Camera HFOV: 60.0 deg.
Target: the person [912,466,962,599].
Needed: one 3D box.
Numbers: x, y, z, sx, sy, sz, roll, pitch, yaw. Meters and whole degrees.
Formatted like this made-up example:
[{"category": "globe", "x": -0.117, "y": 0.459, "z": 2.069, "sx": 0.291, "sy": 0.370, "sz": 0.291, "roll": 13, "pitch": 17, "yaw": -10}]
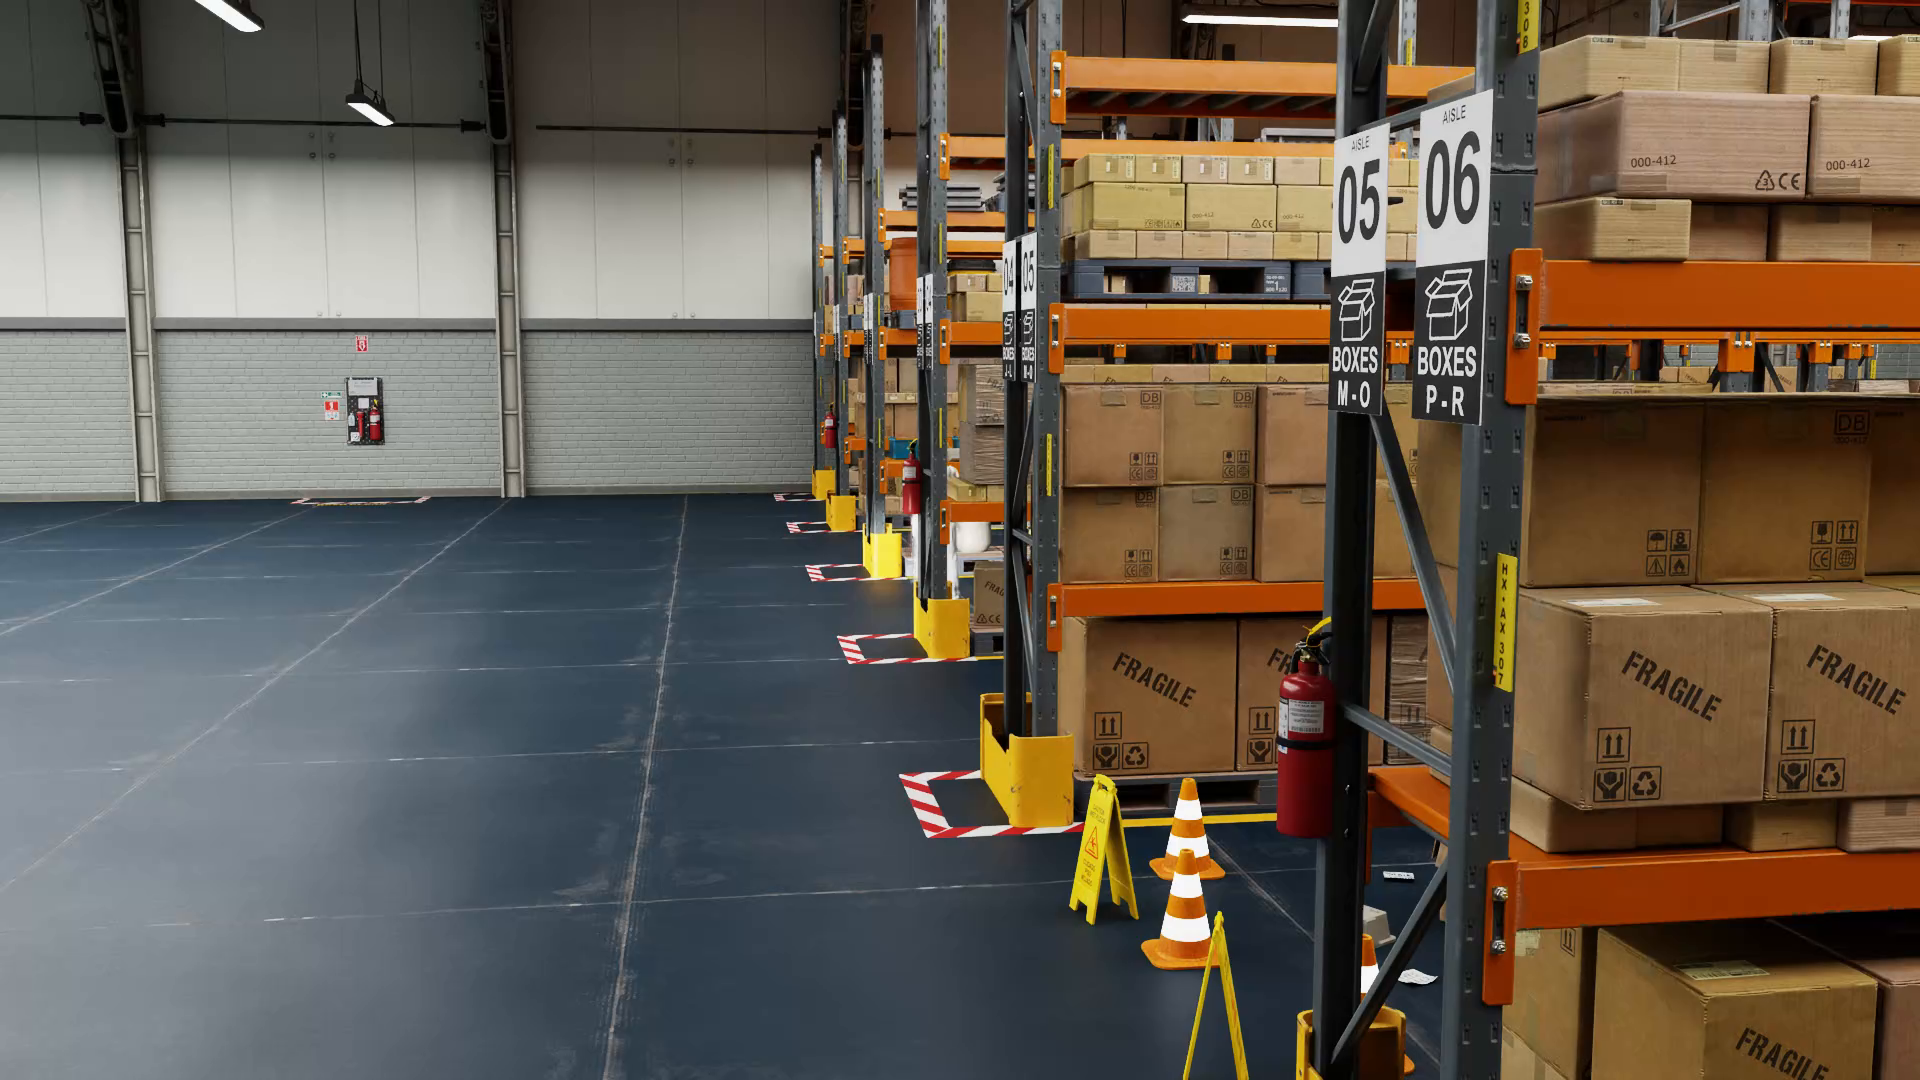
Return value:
[{"category": "person", "x": -0.232, "y": -0.164, "z": 16.746, "sx": 0.528, "sy": 1.662, "sz": 0.414, "roll": -1, "pitch": 7, "yaw": -11}]
